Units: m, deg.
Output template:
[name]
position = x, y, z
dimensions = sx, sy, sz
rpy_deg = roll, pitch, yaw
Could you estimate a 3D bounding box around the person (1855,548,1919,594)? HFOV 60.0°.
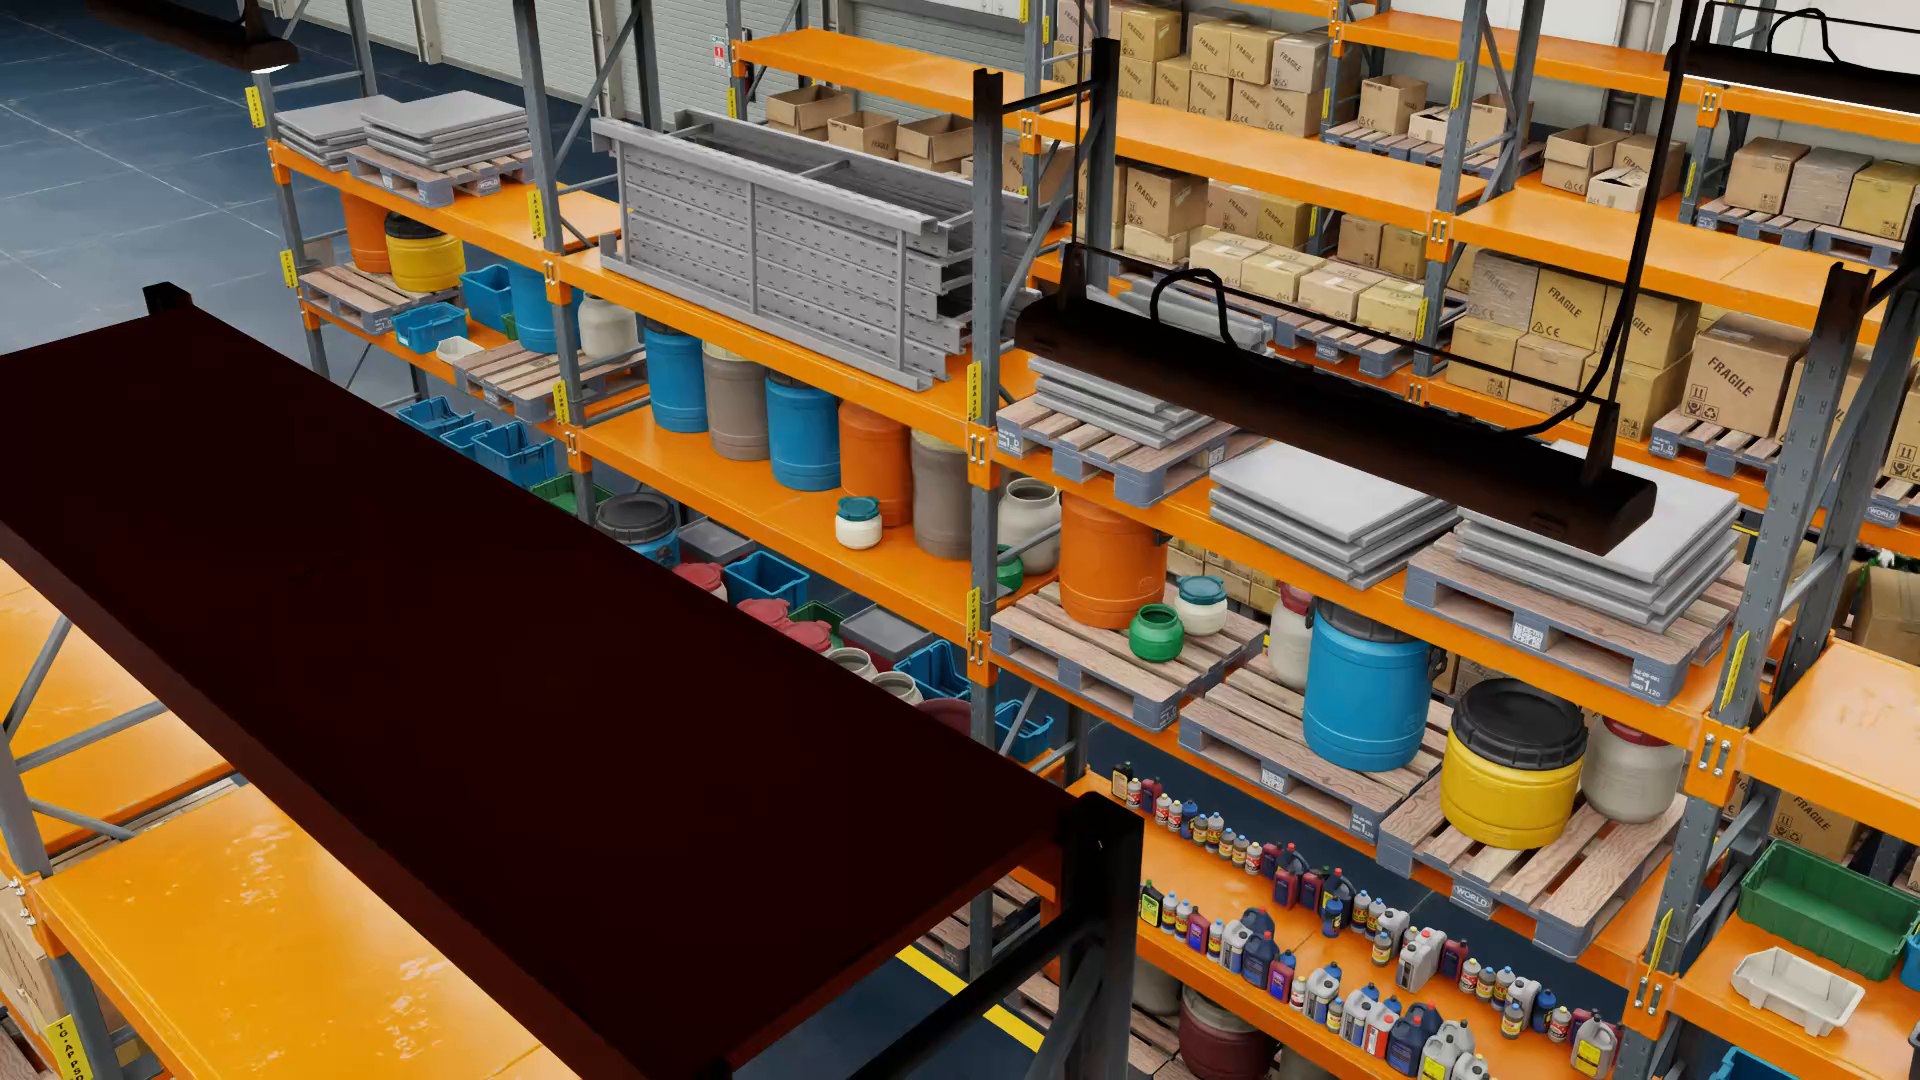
[person]
position = 8.112, 0.061, 14.322
dimensions = 0.612, 1.757, 0.967
rpy_deg = -12, 32, -20
